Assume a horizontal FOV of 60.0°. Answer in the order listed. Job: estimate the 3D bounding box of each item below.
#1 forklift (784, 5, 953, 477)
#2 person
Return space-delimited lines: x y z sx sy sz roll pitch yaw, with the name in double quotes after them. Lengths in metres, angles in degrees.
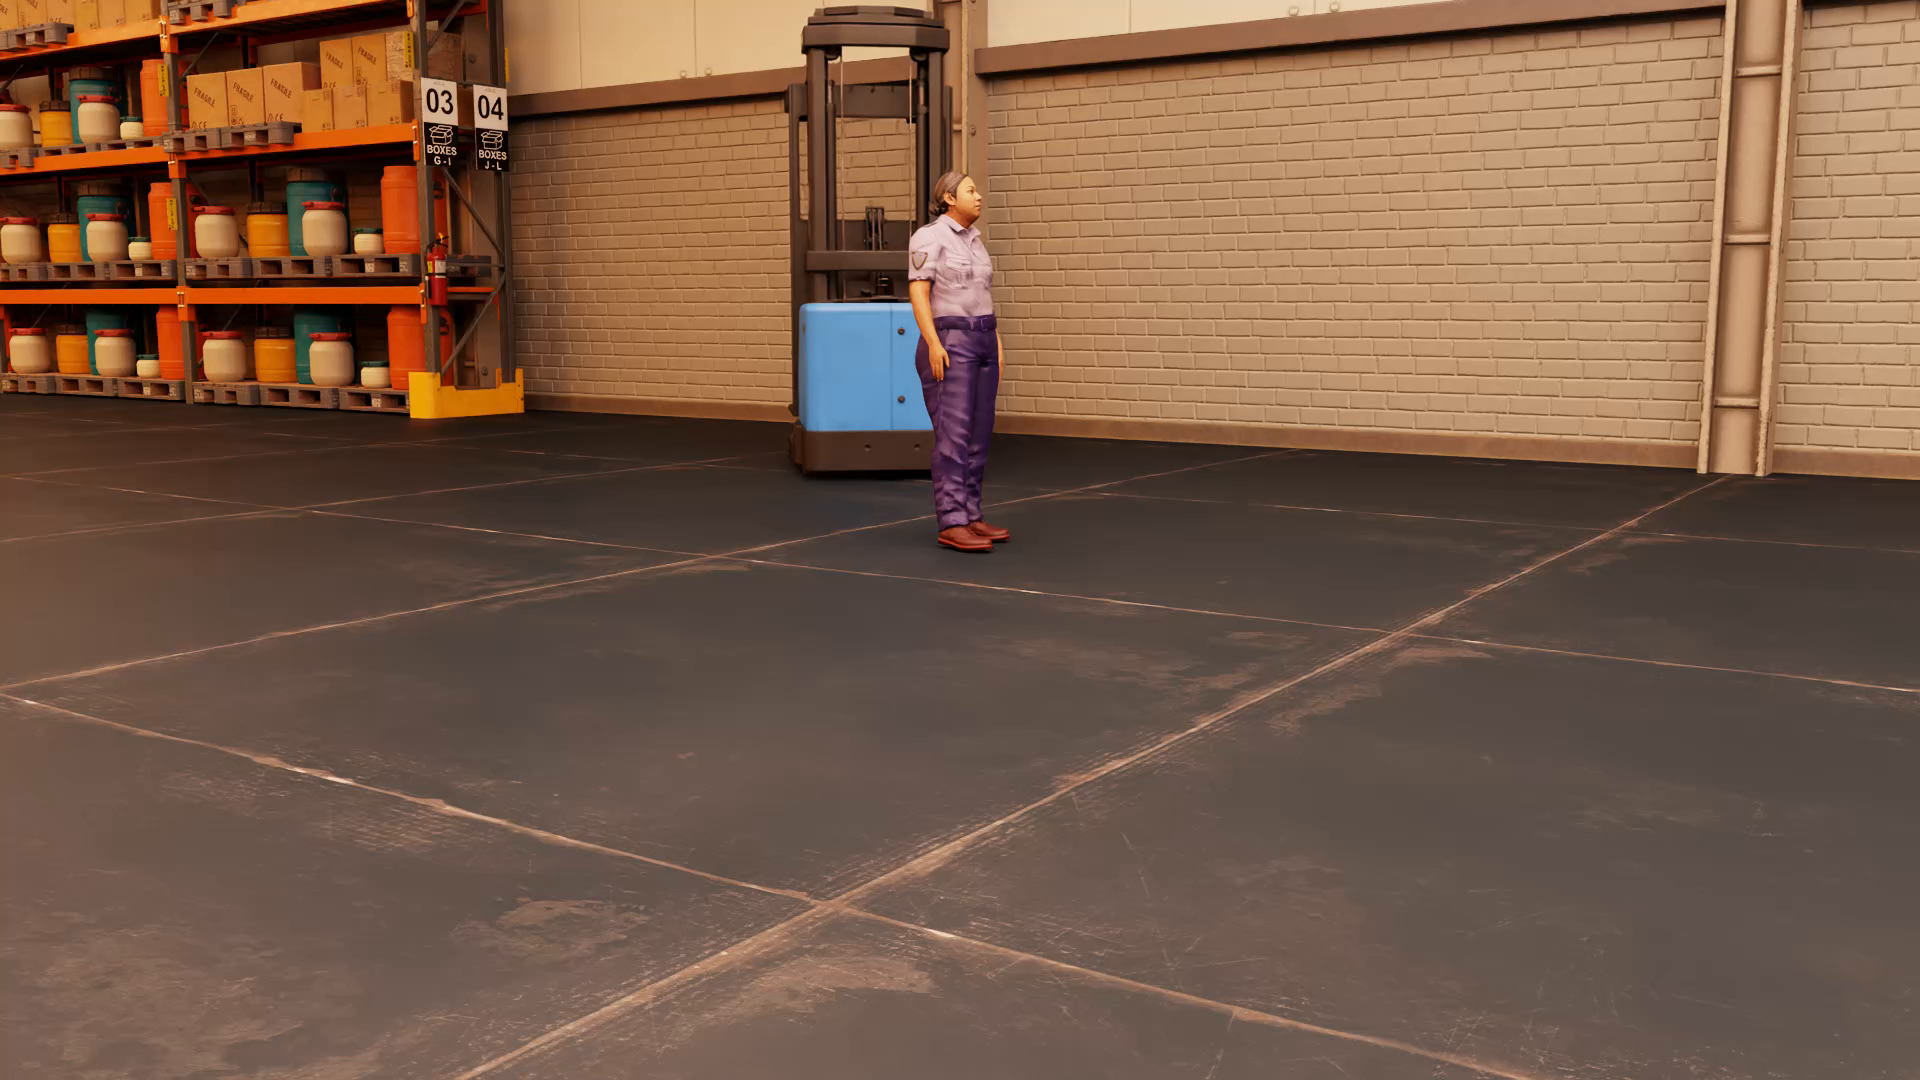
-0.623 -2.014 11.353 1.130 2.935 3.031 -1 8 -8 "forklift"
0.062 -0.814 7.419 0.503 1.650 0.599 5 10 34 "person"
